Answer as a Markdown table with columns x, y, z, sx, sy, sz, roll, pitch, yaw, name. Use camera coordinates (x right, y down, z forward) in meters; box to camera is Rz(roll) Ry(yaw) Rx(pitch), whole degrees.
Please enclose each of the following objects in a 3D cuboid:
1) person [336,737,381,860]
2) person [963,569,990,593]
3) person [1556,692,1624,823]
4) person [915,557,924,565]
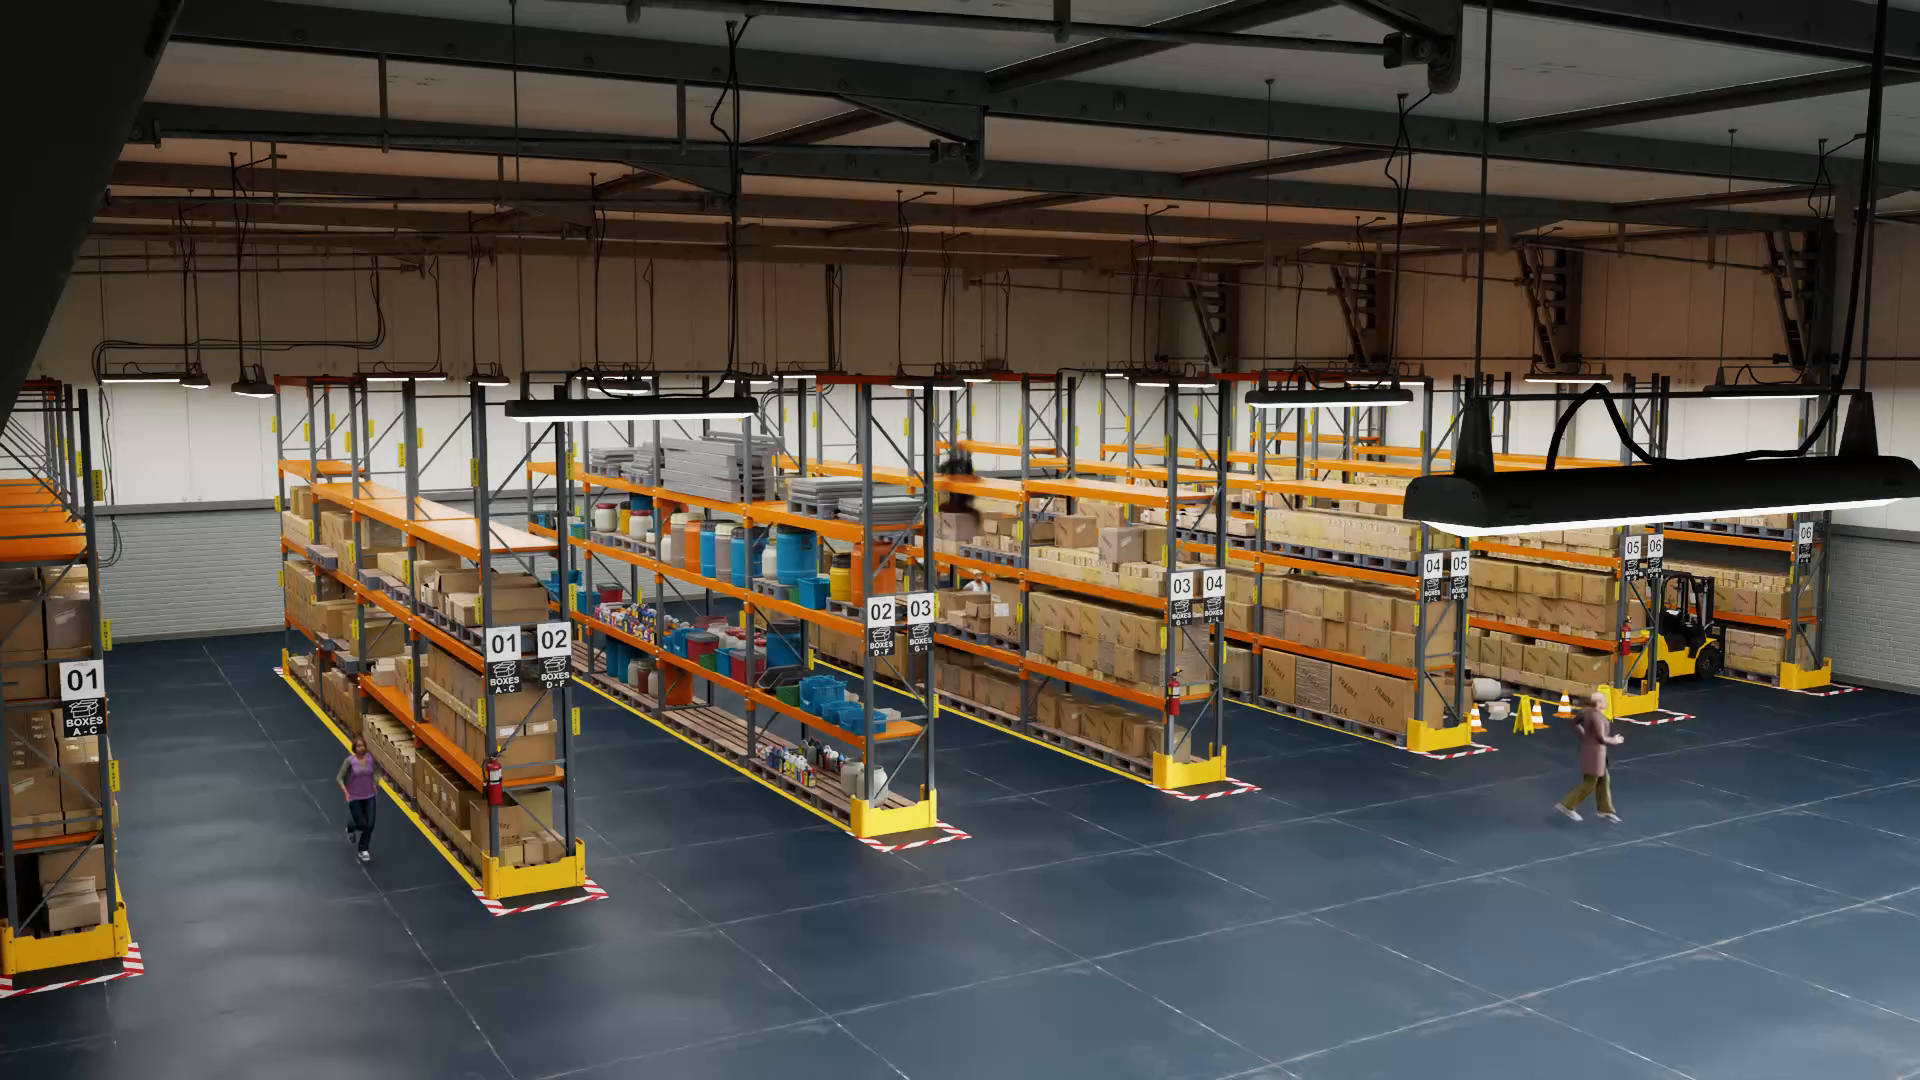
| x | y | z | sx | sy | sz | roll | pitch | yaw | name |
| --- | --- | --- | --- | --- | --- | --- | --- | --- | --- |
| -7.605 | 3.263 | 21.092 | 0.538 | 1.556 | 0.549 | -5 | 8 | -38 | person |
| 0.419 | 1.497 | 36.251 | 0.651 | 1.738 | 0.583 | -4 | 7 | -33 | person |
| 8.599 | 2.971 | 22.637 | 0.922 | 1.829 | 0.737 | 1 | 6 | 8 | person |
| -0.936 | 0.943 | 41.847 | 0.810 | 1.626 | 0.640 | -4 | 7 | -33 | person |
